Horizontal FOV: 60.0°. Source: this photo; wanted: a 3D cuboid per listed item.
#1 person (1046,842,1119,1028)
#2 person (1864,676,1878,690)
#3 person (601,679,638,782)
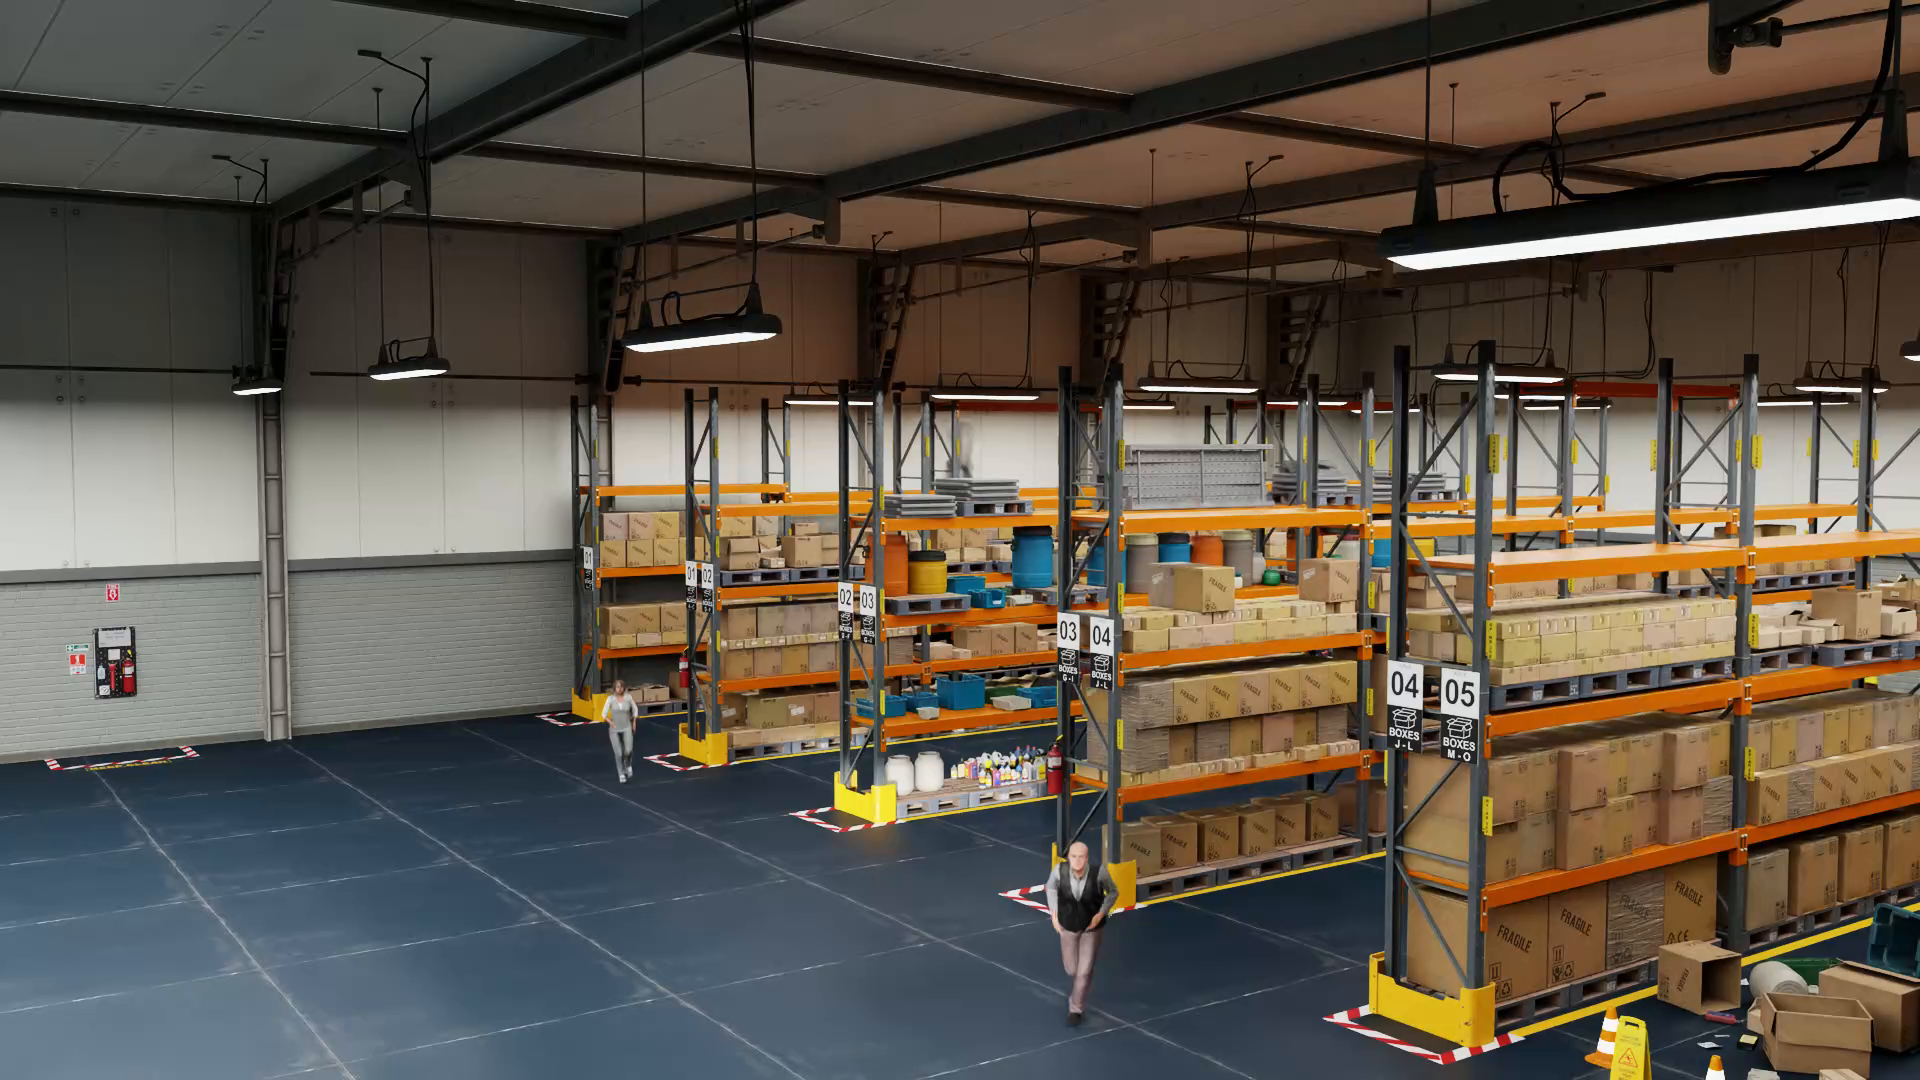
[{"bbox_3d":[1.096,3.465,14.887,0.658,1.664,0.840,0,3,7],"label":"person"},{"bbox_3d":[13.264,2.838,24.163,0.839,1.793,0.729,-3,5,-44],"label":"person"},{"bbox_3d":[-5.106,2.878,25.002,0.550,1.561,0.522,-1,4,-15],"label":"person"}]
